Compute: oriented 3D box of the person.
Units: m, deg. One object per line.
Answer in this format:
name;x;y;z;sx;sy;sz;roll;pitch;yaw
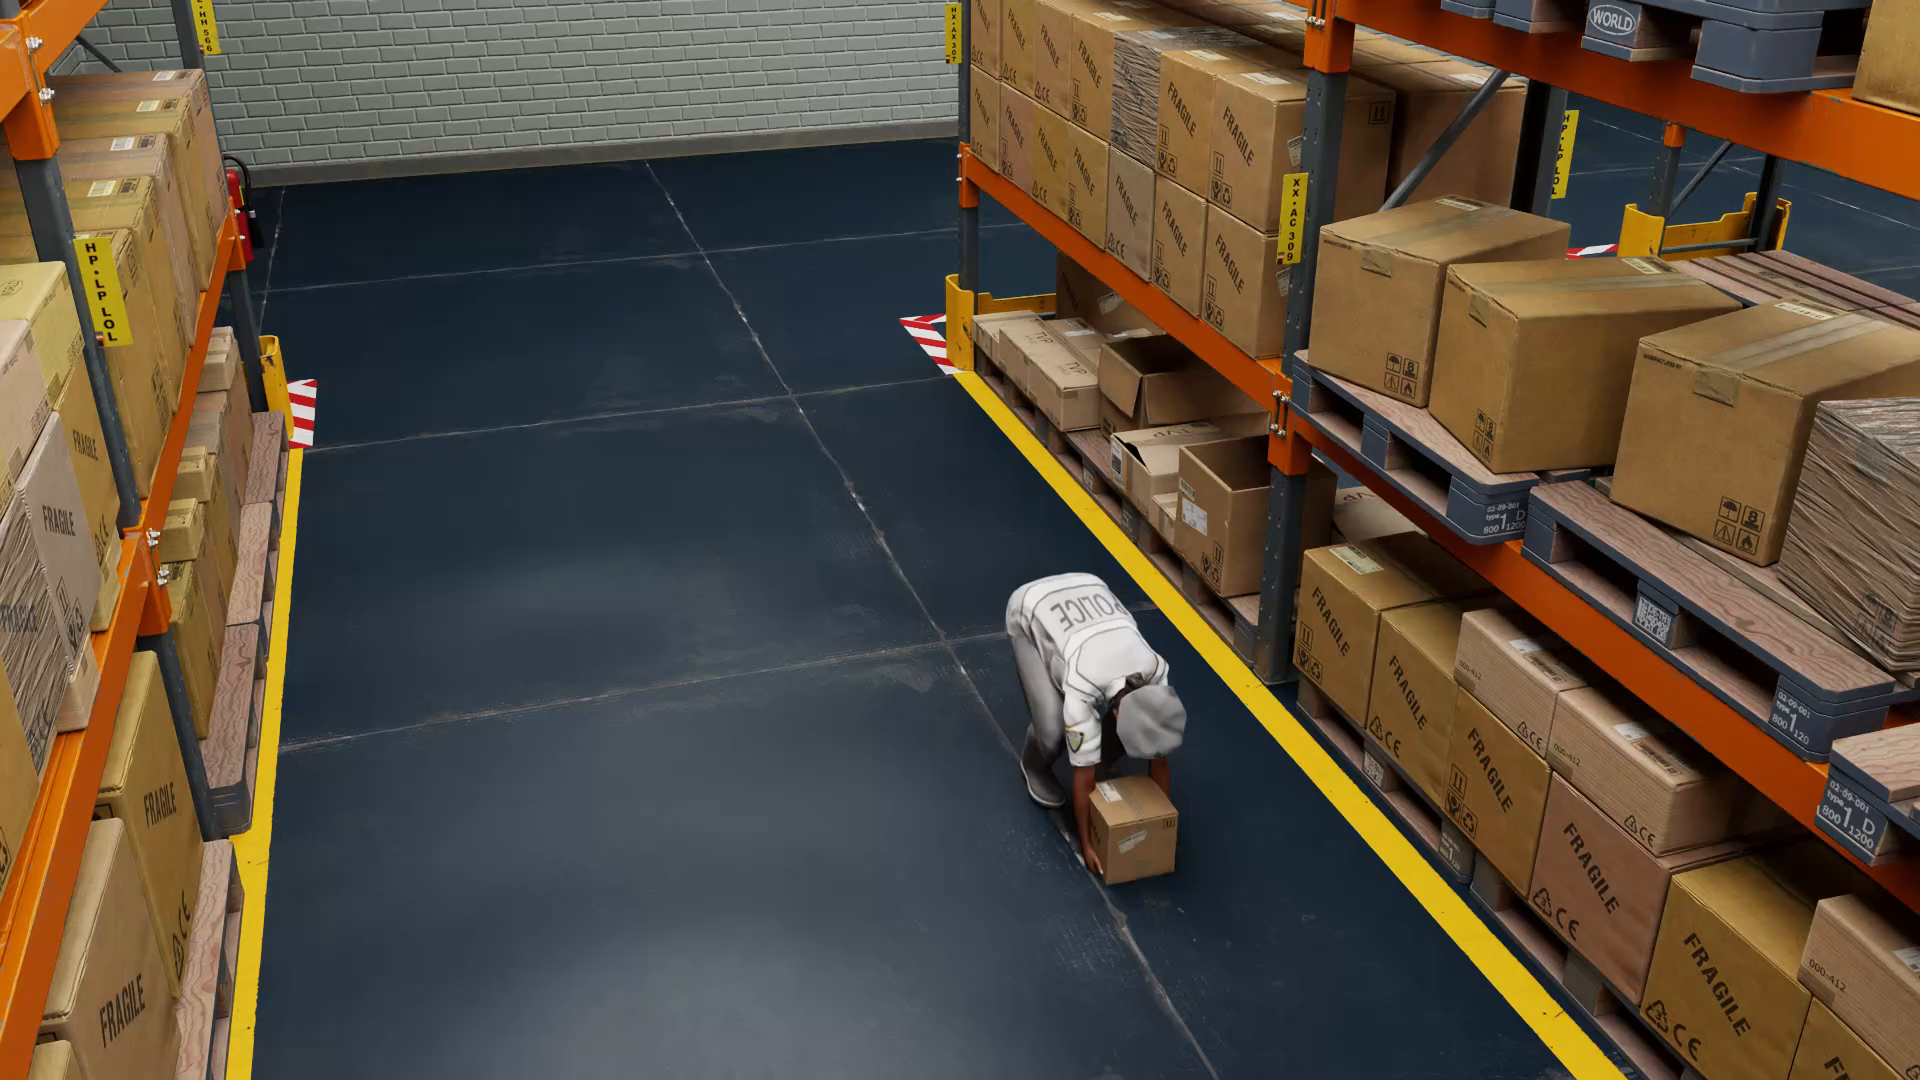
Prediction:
person;0.477;0.611;5.861;0.456;0.833;0.916;-10;28;-20
